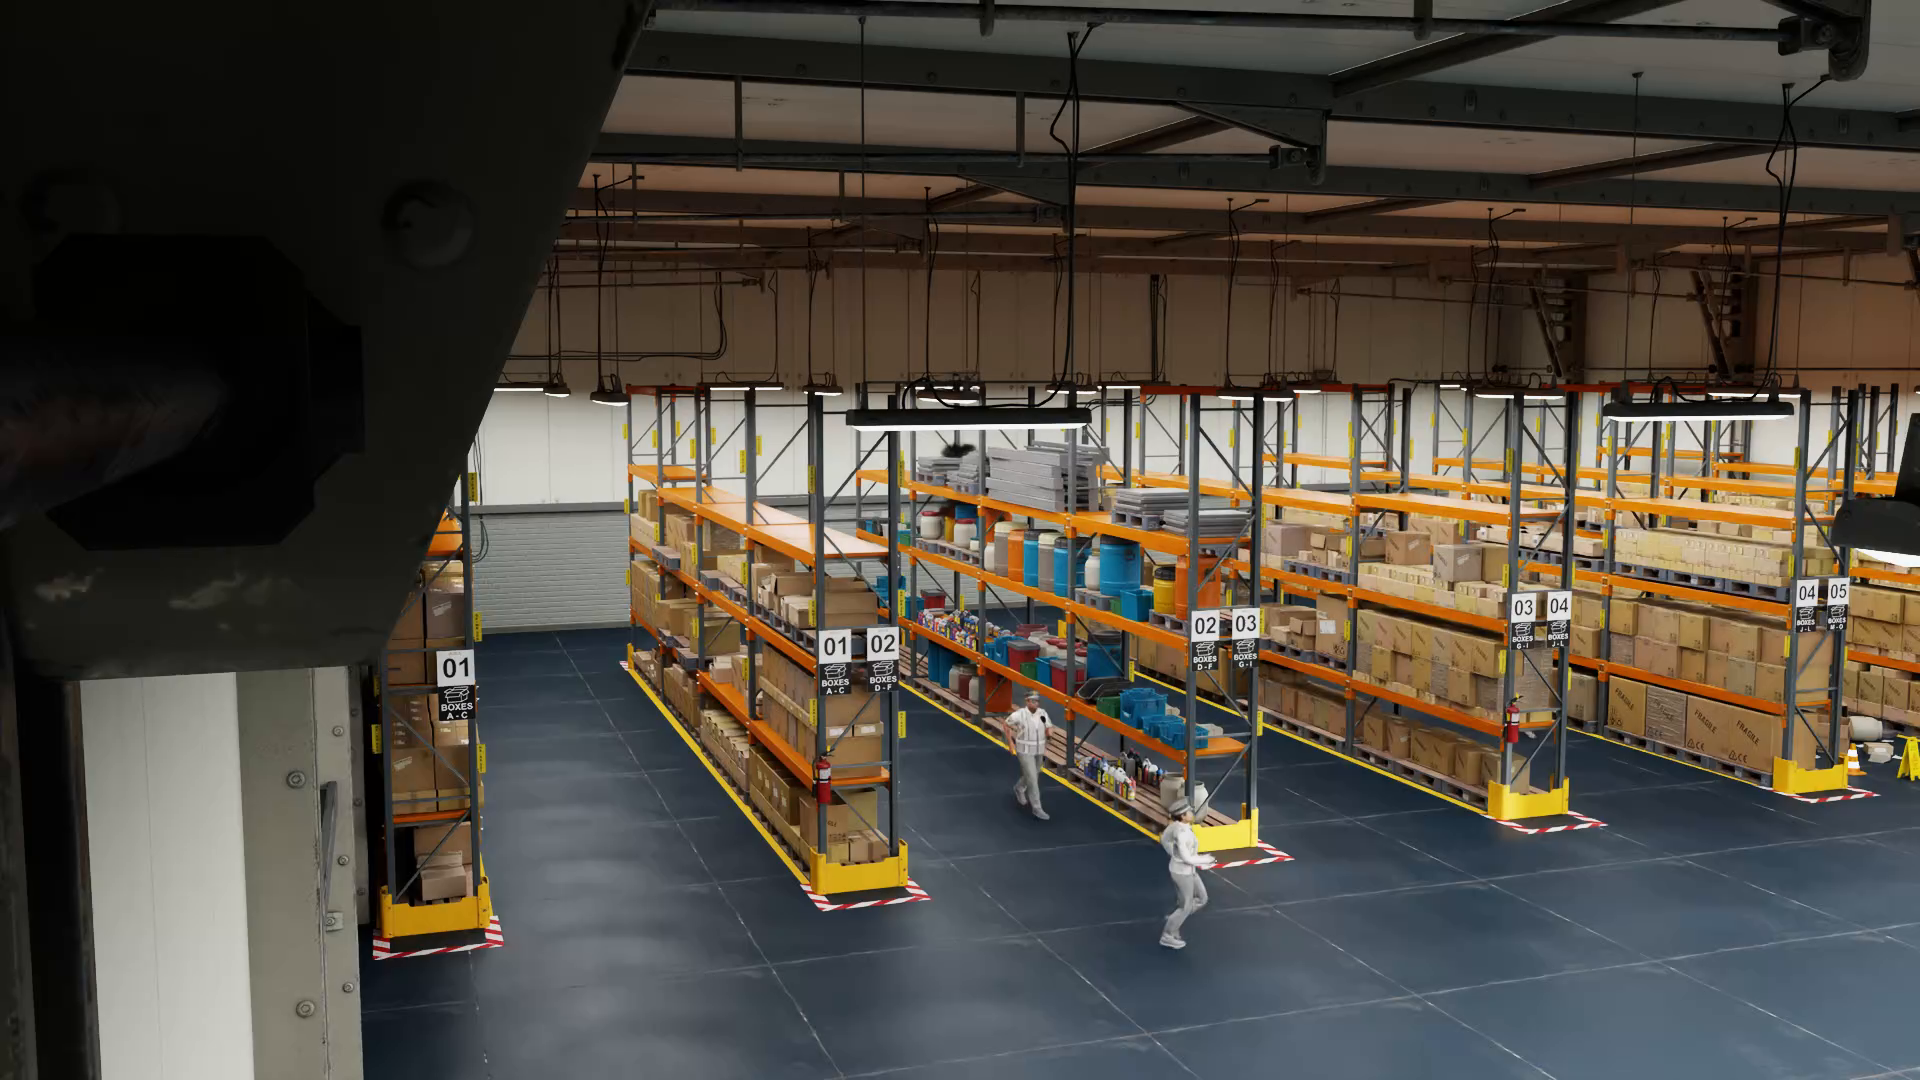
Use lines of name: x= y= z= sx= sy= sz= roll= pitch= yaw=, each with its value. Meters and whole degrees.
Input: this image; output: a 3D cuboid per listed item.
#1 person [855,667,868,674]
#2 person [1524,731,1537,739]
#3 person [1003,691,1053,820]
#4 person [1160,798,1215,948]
person: x=-1.860 y=2.525 z=28.343 sx=0.686 sy=1.792 sz=0.988 roll=-2 pitch=6 yaw=-22
person: x=9.639 y=2.559 z=28.852 sx=0.588 sy=1.644 sz=1.000 roll=-2 pitch=6 yaw=-22
person: x=0.997 y=2.988 z=23.587 sx=0.660 sy=1.772 sz=0.990 roll=-4 pitch=7 yaw=-31
person: x=2.481 y=3.626 z=18.156 sx=0.584 sy=1.660 sz=0.595 roll=0 pitch=6 yaw=3
